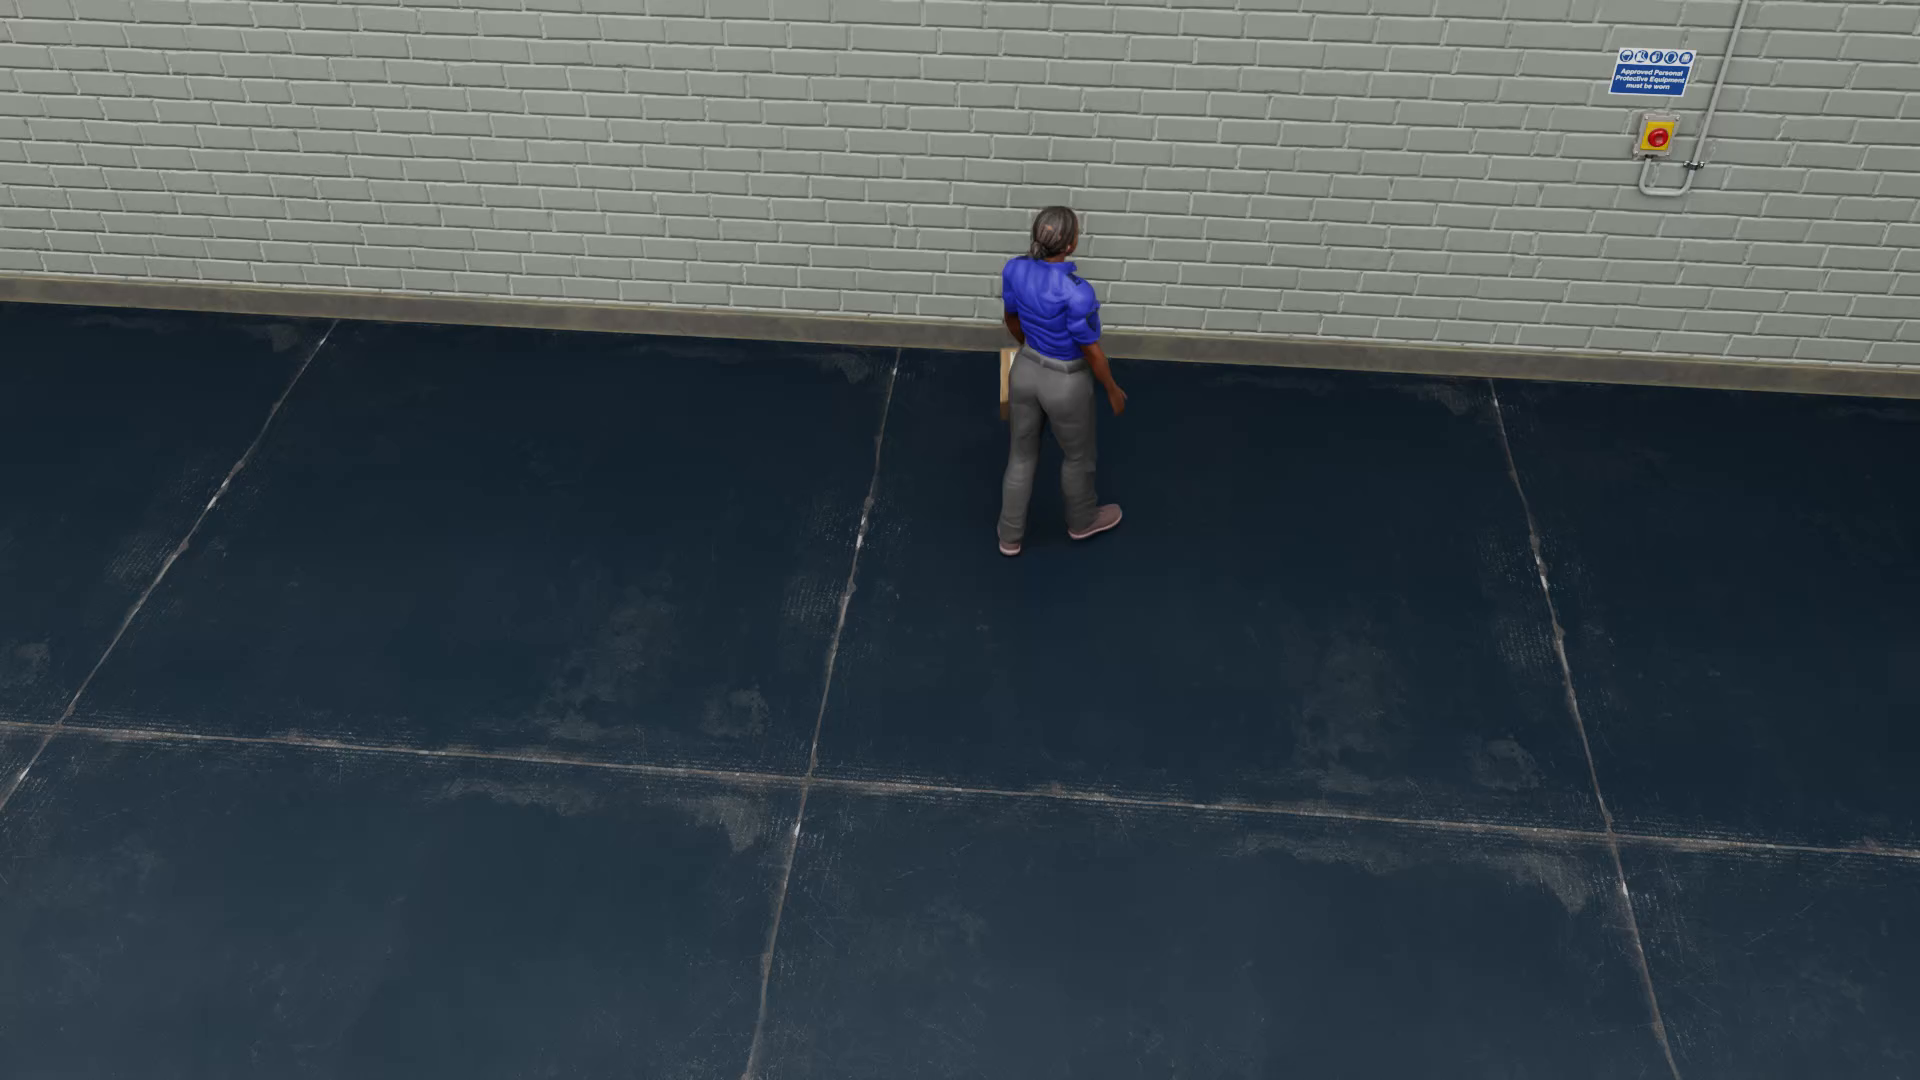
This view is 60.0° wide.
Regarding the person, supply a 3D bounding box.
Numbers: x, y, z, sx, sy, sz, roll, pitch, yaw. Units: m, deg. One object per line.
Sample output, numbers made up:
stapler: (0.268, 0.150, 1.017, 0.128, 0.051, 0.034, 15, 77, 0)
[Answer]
person: (0.425, -0.667, 6.941, 0.546, 1.652, 0.577, 26, 47, 27)
